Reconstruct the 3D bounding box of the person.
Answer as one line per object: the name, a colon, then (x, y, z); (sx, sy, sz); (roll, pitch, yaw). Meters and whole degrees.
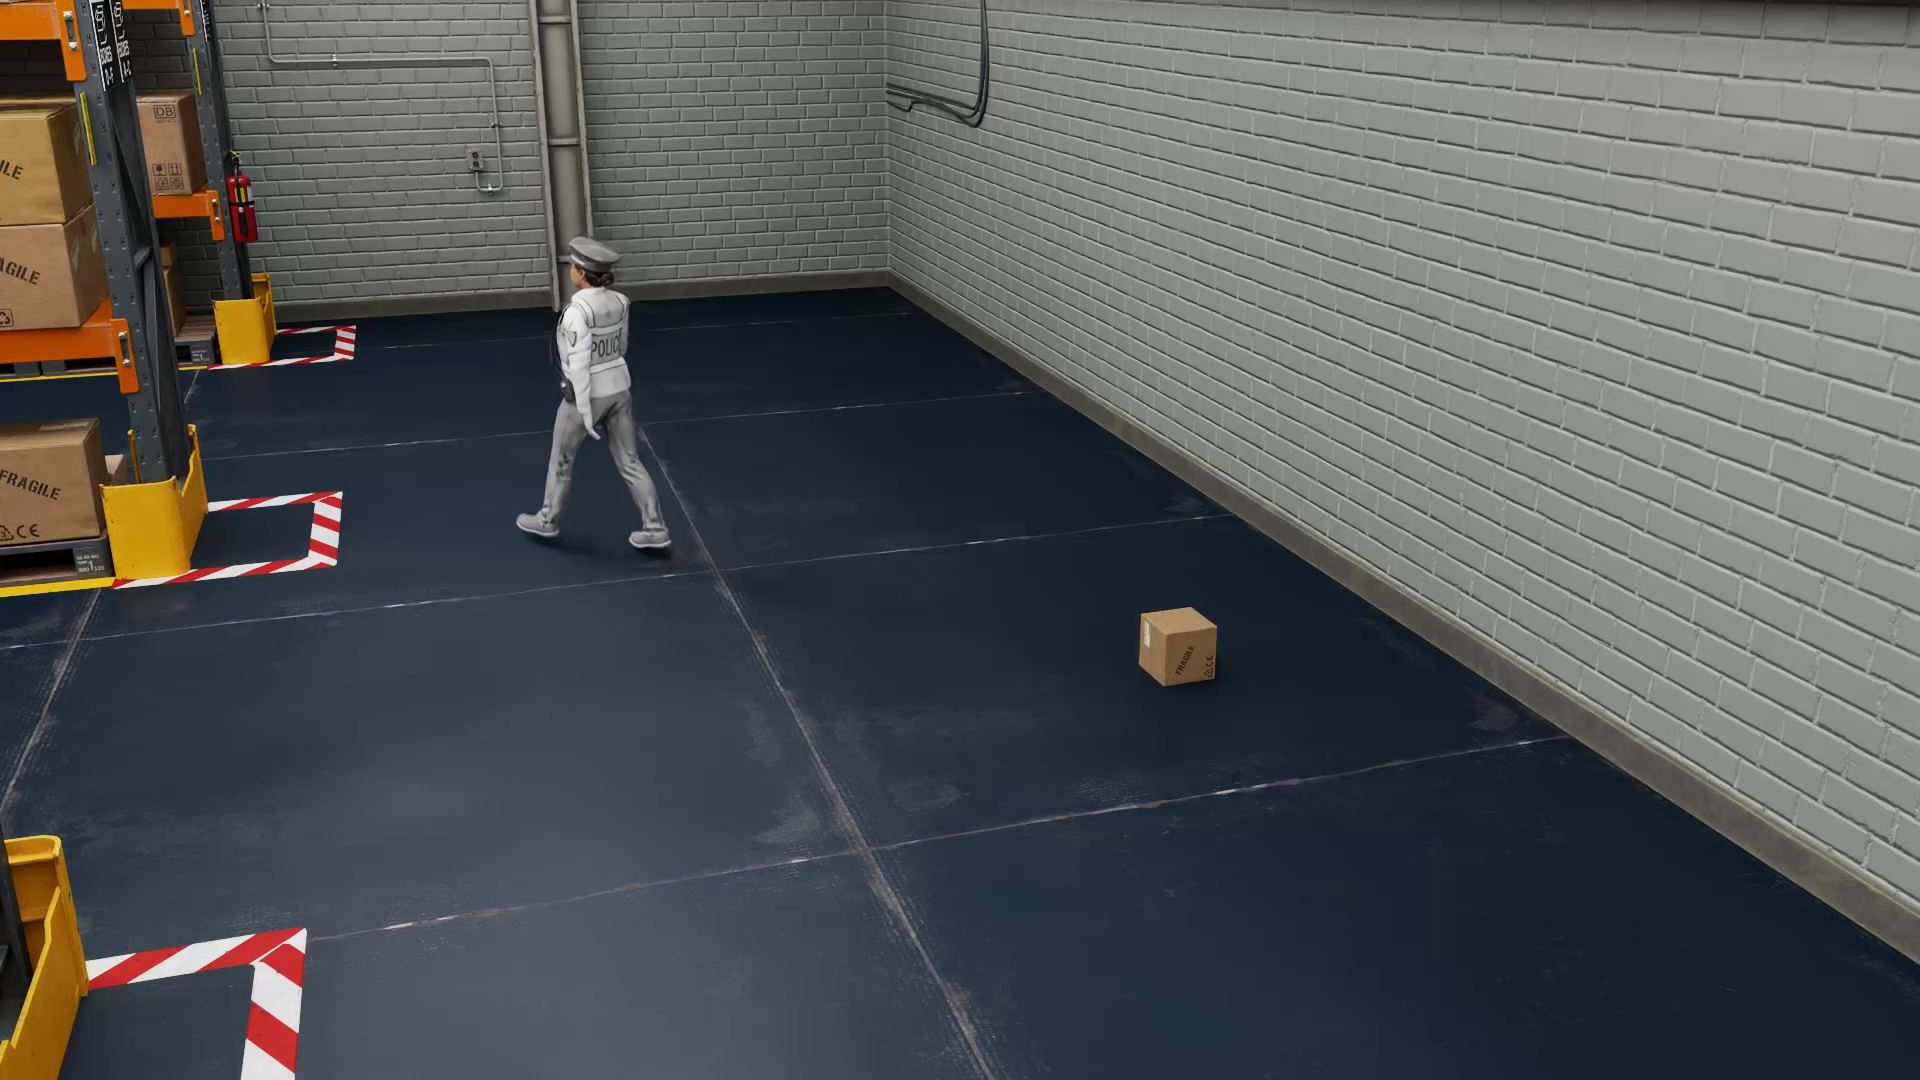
person: (-1.952, -0.780, 8.718); (0.968, 1.630, 0.498); (13, 23, 32)
